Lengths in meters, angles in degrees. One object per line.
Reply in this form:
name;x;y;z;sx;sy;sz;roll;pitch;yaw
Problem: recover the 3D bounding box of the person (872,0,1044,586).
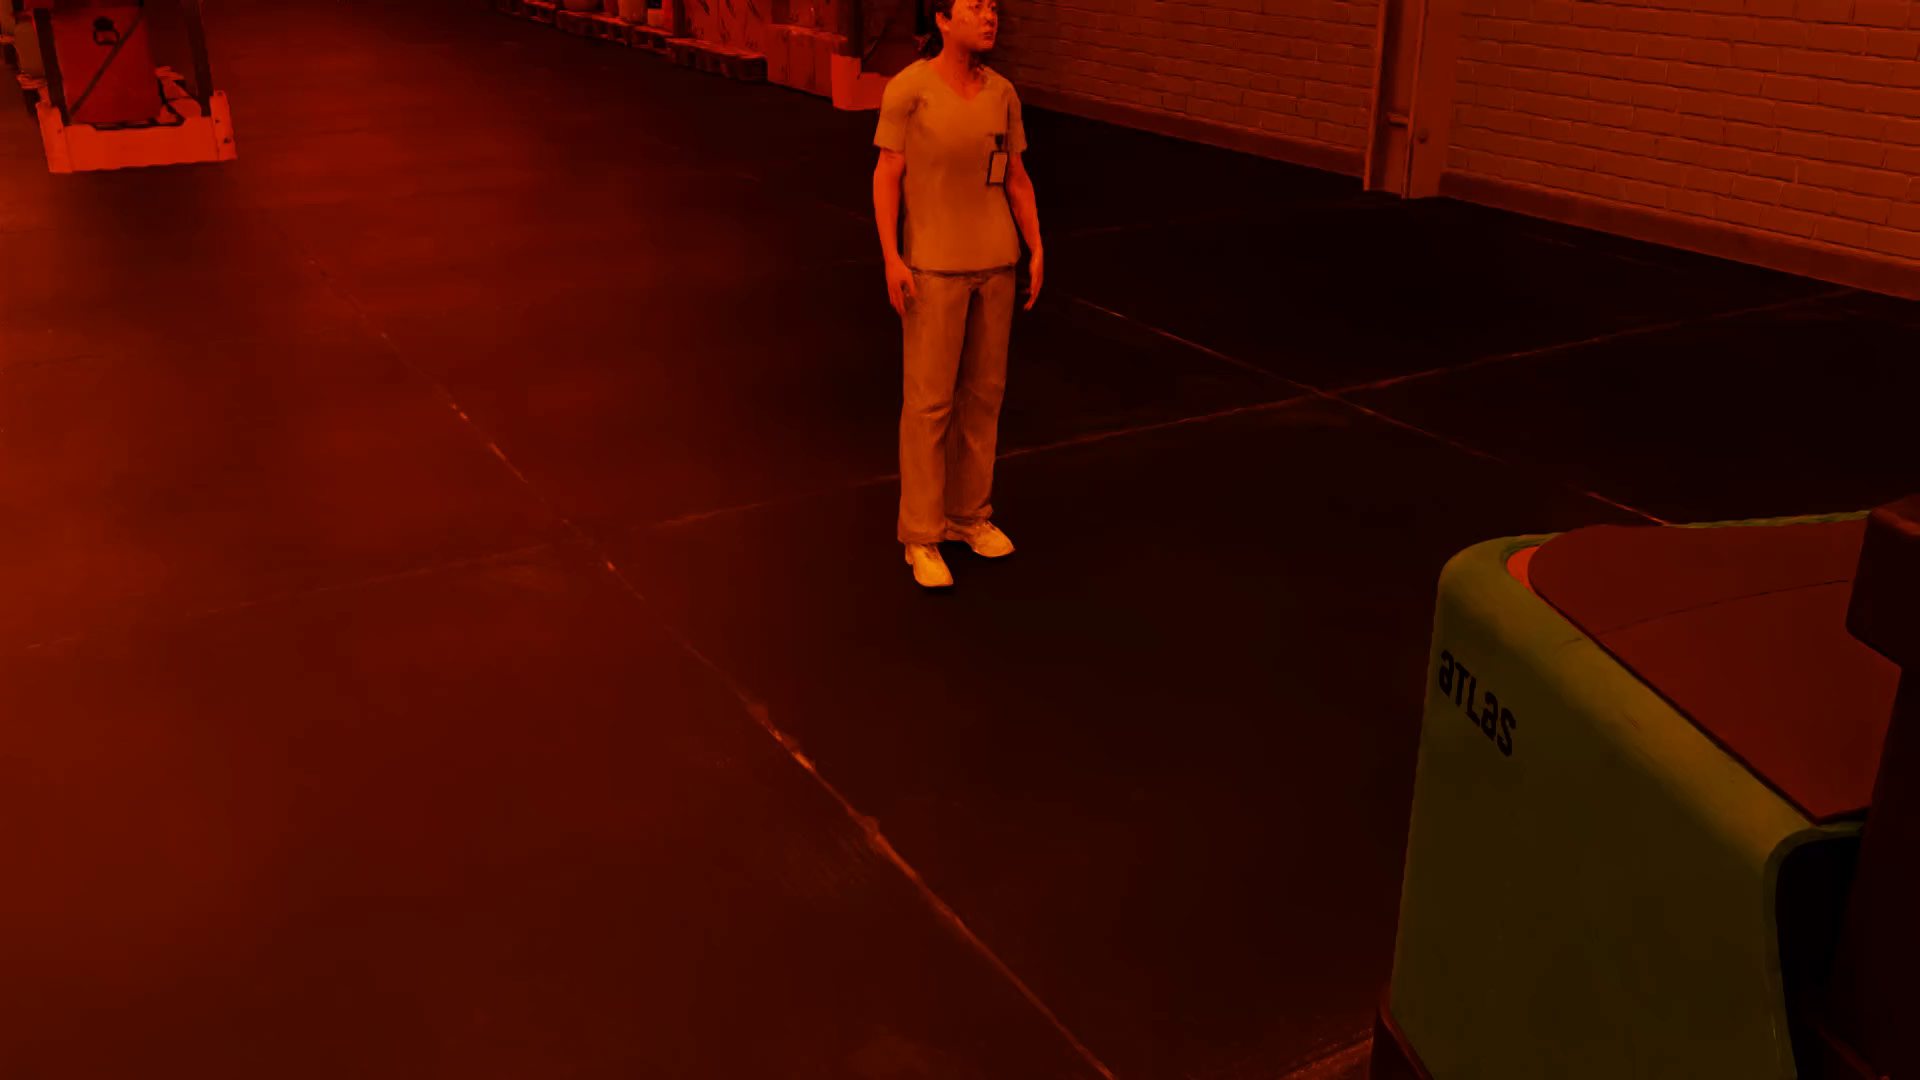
person;0.026;-0.755;4.748;0.550;1.674;0.548;-12;25;-28
